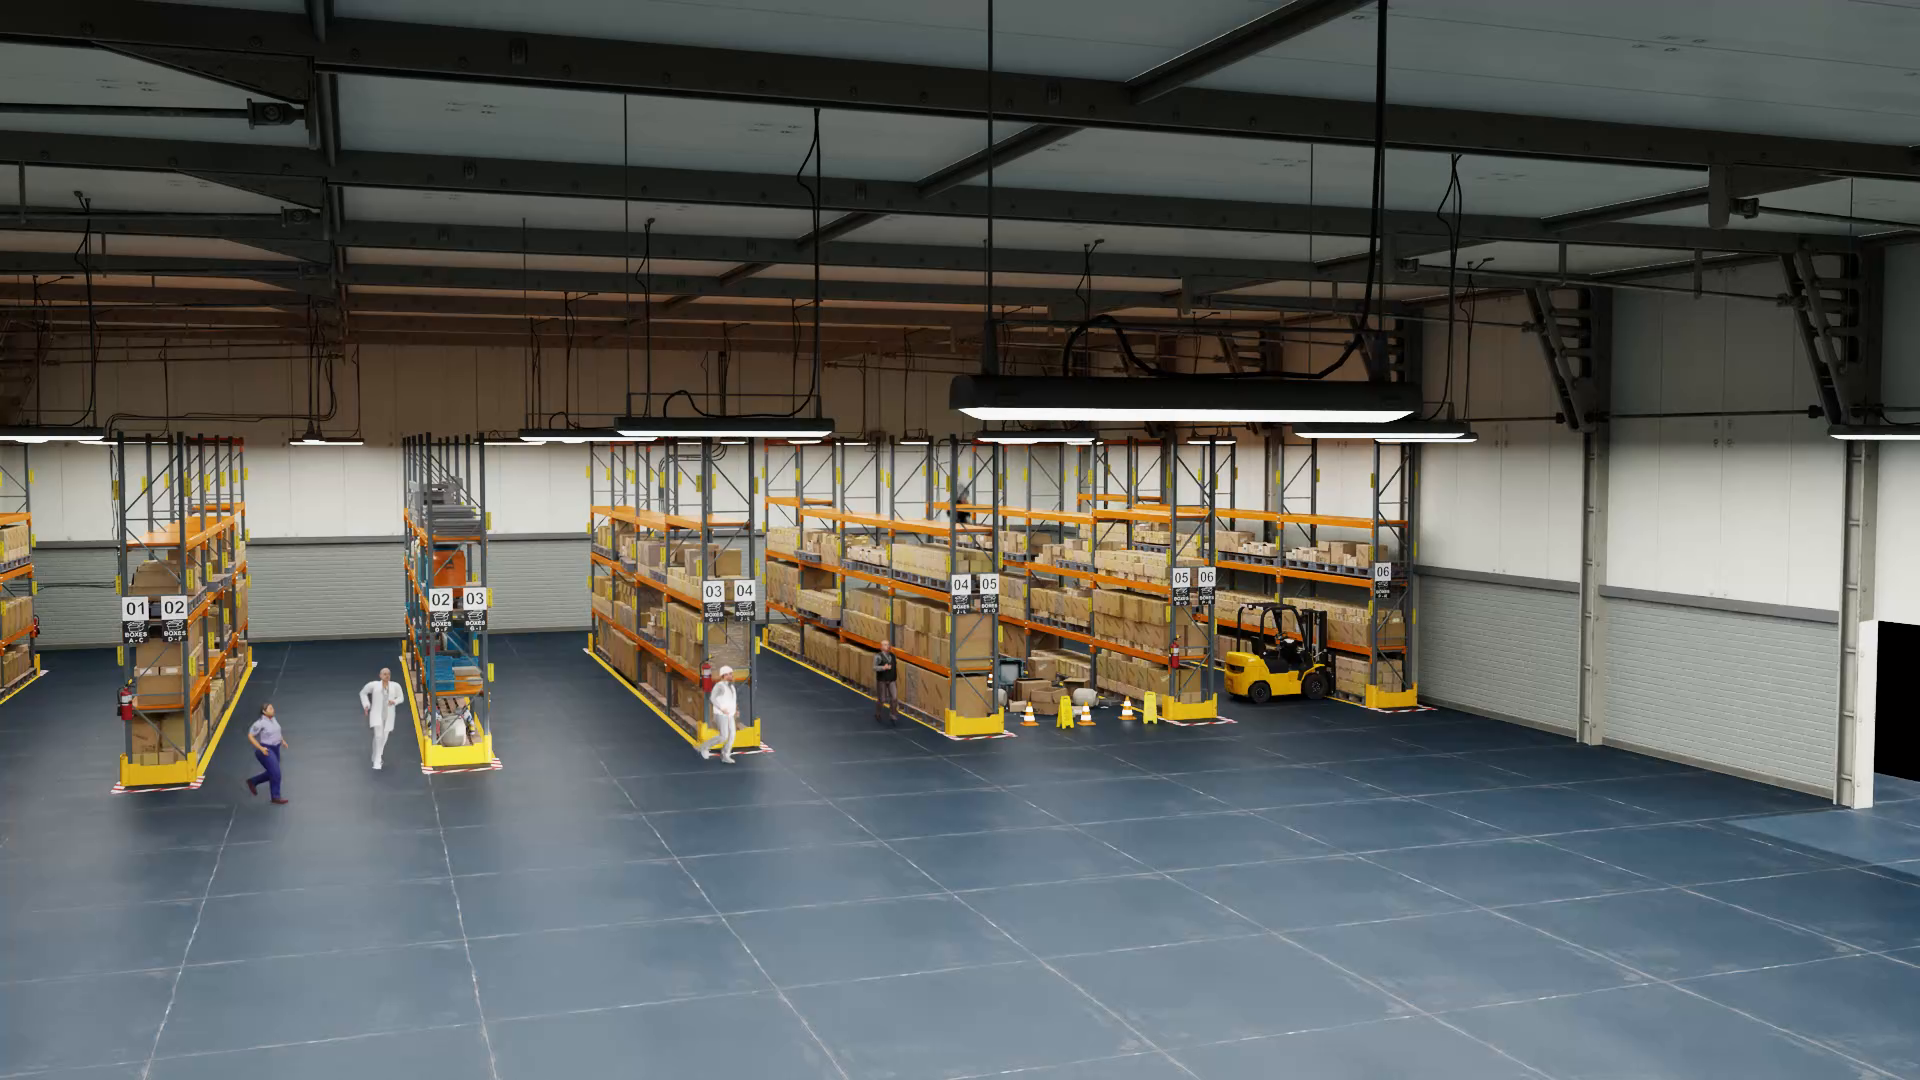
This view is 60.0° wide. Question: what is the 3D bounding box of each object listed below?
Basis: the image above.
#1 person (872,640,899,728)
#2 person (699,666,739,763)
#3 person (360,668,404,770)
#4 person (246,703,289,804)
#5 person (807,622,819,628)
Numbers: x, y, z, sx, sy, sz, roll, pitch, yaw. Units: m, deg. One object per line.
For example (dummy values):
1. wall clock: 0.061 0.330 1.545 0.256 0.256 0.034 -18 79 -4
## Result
1. person: -1.517 2.945 34.254 0.650 1.755 0.826 -2 4 -26
2. person: -4.327 3.172 30.418 0.694 1.734 0.710 1 3 22
3. person: -10.384 3.203 29.912 0.704 1.822 0.796 -2 4 -34
4. person: -11.193 3.436 26.809 0.796 1.602 0.624 0 3 9
5. person: -4.340 2.138 49.984 0.559 1.649 0.558 -2 4 -27
